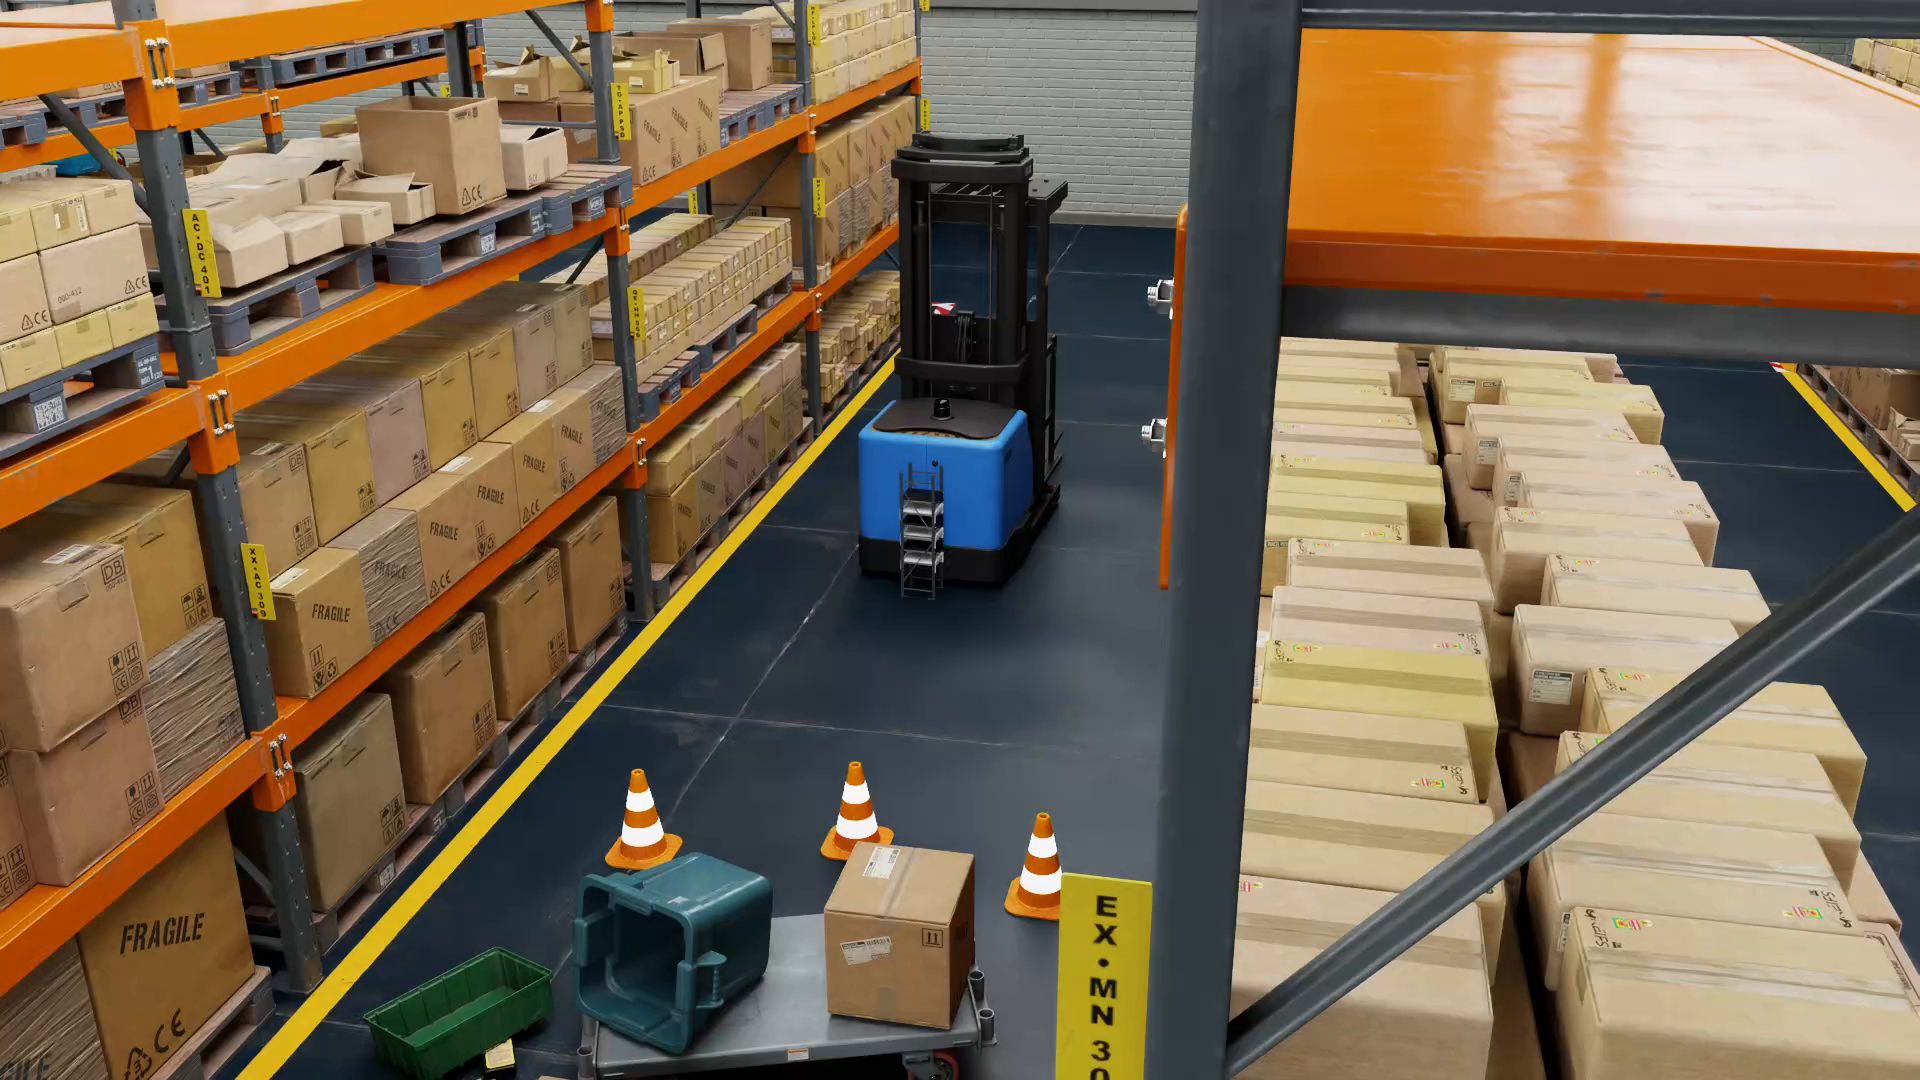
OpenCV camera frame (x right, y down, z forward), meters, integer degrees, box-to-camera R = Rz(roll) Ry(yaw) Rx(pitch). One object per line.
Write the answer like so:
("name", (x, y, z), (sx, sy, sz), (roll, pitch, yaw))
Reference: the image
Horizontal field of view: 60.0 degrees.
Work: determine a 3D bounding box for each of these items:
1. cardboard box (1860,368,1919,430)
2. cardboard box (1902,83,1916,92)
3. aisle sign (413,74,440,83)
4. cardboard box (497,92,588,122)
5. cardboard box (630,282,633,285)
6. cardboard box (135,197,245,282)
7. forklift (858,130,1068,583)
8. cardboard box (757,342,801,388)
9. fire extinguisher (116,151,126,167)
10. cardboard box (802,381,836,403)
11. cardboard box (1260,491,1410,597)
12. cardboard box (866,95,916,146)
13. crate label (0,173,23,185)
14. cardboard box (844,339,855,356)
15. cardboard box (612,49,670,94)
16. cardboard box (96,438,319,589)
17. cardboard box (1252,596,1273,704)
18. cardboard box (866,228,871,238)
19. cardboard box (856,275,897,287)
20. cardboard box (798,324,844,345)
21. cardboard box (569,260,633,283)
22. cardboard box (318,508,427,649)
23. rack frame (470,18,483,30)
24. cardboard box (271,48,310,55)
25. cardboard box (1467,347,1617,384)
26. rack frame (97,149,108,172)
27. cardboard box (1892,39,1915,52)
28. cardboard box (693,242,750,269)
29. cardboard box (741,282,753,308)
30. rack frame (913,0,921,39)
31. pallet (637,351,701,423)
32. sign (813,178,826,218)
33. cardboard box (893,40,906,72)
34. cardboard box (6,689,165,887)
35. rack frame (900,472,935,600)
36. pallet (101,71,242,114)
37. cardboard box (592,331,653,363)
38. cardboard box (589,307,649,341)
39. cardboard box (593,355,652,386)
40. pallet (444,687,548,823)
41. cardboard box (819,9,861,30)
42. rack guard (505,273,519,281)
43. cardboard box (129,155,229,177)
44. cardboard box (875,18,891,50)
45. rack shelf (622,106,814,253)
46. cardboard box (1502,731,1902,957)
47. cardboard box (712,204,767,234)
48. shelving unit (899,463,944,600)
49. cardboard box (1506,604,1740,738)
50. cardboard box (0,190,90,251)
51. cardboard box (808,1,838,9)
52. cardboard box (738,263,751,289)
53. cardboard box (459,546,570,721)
("cardboard box", (8.181, -1.236, 14.191), (0.700, 0.500, 0.500), (4, 22, 9))
("cardboard box", (8.122, -3.729, 13.919), (0.380, 0.149, 0.250), (5, 22, 11))
("aisle sign", (-6.018, -5.494, 18.500), (0.394, 0.787, 0.004), (4, 22, 11))
("cardboard box", (-2.668, -2.564, 10.556), (0.500, 0.500, 0.500), (4, 22, 11))
("cardboard box", (-2.620, -1.802, 12.188), (0.380, 0.149, 0.250), (5, 22, 12))
("cardboard box", (-3.365, -1.269, 6.978), (0.500, 0.250, 0.500), (5, 22, 11))
("forklift", (0.162, -1.587, 12.370), (1.130, 2.935, 3.031), (6, 23, 14))
("cardboard box", (-1.624, -1.452, 13.725), (0.500, 0.250, 0.500), (4, 22, 9))
("fire extinguisher", (-10.112, -4.428, 19.936), (0.296, 0.674, 0.183), (4, 22, 11))
("cardboard box", (-1.331, -1.342, 14.924), (0.380, 0.149, 0.250), (3, 22, 9))
("cardboard box", (0.758, 0.014, 3.558), (0.380, 0.149, 0.250), (5, 22, 12))
("cardboard box", (-0.754, -4.286, 17.109), (0.500, 0.500, 0.500), (4, 22, 10))
("crate label", (-10.683, -4.001, 18.546), (0.396, 0.136, 0.243), (4, 22, 11))
("cardboard box", (-1.217, -1.868, 15.832), (0.380, 0.149, 0.250), (6, 23, 13))
("cardboard box", (-2.078, -3.006, 10.629), (0.396, 0.266, 0.258), (4, 22, 11))
("cardboard box", (-3.257, -0.127, 7.182), (0.700, 0.500, 0.500), (4, 22, 10))
("cardboard box", (0.744, 0.327, 3.315), (0.500, 0.250, 0.500), (5, 22, 12))
("cardboard box", (-1.081, -3.004, 16.133), (0.380, 0.149, 0.250), (5, 22, 12))
("cardboard box", (-0.871, -2.672, 17.430), (0.380, 0.149, 0.250), (5, 22, 12))
("cardboard box", (-1.298, -1.909, 15.536), (0.380, 0.149, 0.250), (4, 22, 10))
("cardboard box", (-2.619, -1.939, 12.131), (0.380, 0.149, 0.250), (6, 23, 14))
("cardboard box", (-2.879, 0.162, 7.802), (0.500, 0.500, 0.500), (5, 22, 11))
("rack frame", (-5.739, -7.022, 17.743), (1.000, 3.000, 0.127), (4, 22, 11))
("cardboard box", (-6.454, -4.746, 15.277), (0.700, 0.500, 0.500), (3, 22, 8))
("cardboard box", (1.685, -0.506, 4.848), (0.380, 0.149, 0.250), (4, 22, 10))
("rack frame", (-10.587, -4.616, 19.801), (1.000, 3.000, 0.127), (4, 22, 11))
("cardboard box", (8.275, -4.286, 14.098), (0.500, 0.250, 0.500), (4, 22, 10))
("cardboard box", (-1.826, -2.175, 12.717), (0.380, 0.149, 0.250), (4, 22, 9))
("cardboard box", (-1.815, -1.899, 12.828), (0.380, 0.149, 0.250), (3, 22, 9))
("rack frame", (-0.904, -6.607, 16.712), (1.000, 3.000, 0.127), (4, 22, 11))
("pallet", (-2.495, -1.078, 11.271), (1.213, 0.211, 1.003), (4, 22, 11))
("sign", (-1.176, -2.857, 13.882), (0.100, 0.325, 0.005), (4, 22, 11))
("cardboard box", (-0.835, -4.772, 16.373), (0.500, 0.250, 0.500), (4, 22, 11))
("cardboard box", (-3.506, 0.834, 6.067), (0.875, 0.550, 0.550), (4, 22, 11))
("rack frame", (-0.286, -0.020, 11.198), (0.240, 0.900, 0.006), (6, 23, 14))
("pallet", (-6.694, -3.740, 13.865), (0.805, 0.209, 1.217), (4, 22, 9))
("cardboard box", (-2.241, -1.276, 10.882), (0.380, 0.149, 0.250), (5, 23, 13))
("cardboard box", (-2.251, -1.408, 10.812), (0.380, 0.149, 0.250), (4, 22, 11))
("cardboard box", (-2.247, -1.125, 10.905), (0.380, 0.149, 0.250), (4, 22, 10))
("pallet", (-3.022, 1.123, 9.283), (1.003, 0.211, 1.213), (4, 22, 11))
("cardboard box", (-1.108, -4.665, 14.903), (0.380, 0.149, 0.250), (6, 23, 14))
("rack guard", (-5.734, -3.088, 19.352), (1.175, 0.500, 0.348), (4, 22, 11))
("cardboard box", (-6.677, -3.053, 14.443), (0.797, 0.503, 0.637), (4, 22, 10))
("cardboard box", (-0.959, -4.815, 15.811), (0.500, 0.250, 0.500), (5, 22, 12))
("rack shelf", (-2.128, -2.687, 11.958), (1.077, 0.370, 4.000), (4, 22, 11))
("cardboard box", (1.174, 0.561, 2.732), (0.500, 0.250, 0.500), (4, 22, 10))
("cardboard box", (-1.898, -2.744, 14.619), (0.500, 0.500, 0.500), (4, 22, 11))
("shelving unit", (-0.259, -0.057, 11.290), (0.258, 0.900, 0.210), (6, 23, 14))
("cardboard box", (1.198, 0.245, 2.984), (0.380, 0.149, 0.250), (4, 22, 11))
("cardboard box", (-3.167, -1.071, 5.554), (0.380, 0.149, 0.250), (4, 22, 11))
("cardboard box", (-1.389, -5.085, 15.946), (0.380, 0.149, 0.250), (5, 22, 12))
("cardboard box", (-1.820, -2.034, 12.765), (0.380, 0.149, 0.250), (3, 22, 8))
("cardboard box", (-2.924, 0.487, 9.580), (1.050, 0.750, 0.750), (5, 22, 12))
